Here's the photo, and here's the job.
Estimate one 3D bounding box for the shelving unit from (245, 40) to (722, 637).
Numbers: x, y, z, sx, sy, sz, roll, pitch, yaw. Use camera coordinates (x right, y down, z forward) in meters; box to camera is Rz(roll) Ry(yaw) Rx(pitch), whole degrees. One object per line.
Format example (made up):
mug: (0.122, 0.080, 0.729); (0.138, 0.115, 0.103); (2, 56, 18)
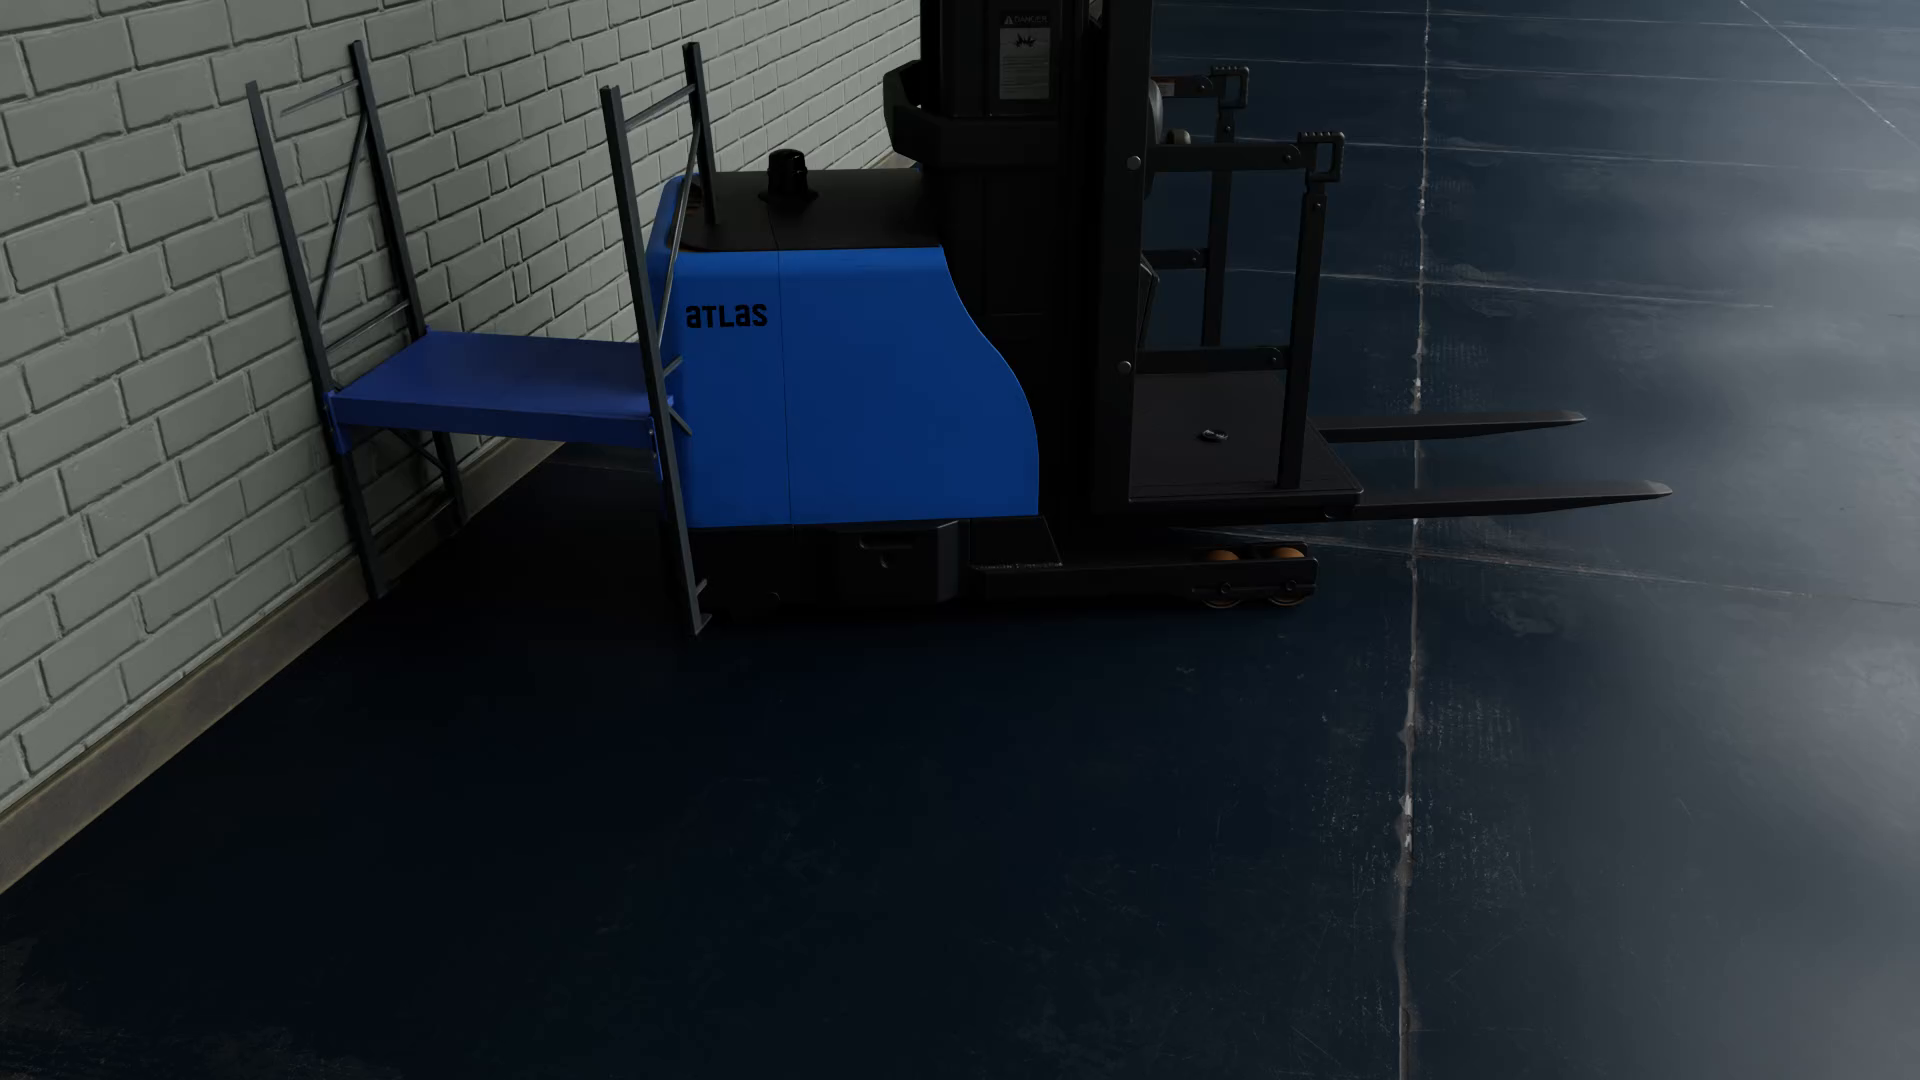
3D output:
shelving unit: (-1.201, -0.555, 4.584); (1.048, 1.500, 0.538); (5, 30, 16)

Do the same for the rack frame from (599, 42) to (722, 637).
rack frame: (-0.715, -0.510, 4.443); (0.032, 1.500, 0.500); (5, 30, 16)

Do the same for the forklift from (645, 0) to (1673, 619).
forklift: (0.623, -1.348, 4.673); (3.031, 2.935, 1.130); (-2, 26, -5)

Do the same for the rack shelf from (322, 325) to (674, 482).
rack shelf: (-1.191, -0.397, 4.670); (1.000, 0.185, 0.538); (5, 30, 16)

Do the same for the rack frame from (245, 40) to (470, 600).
rack frame: (-1.688, -0.600, 4.725); (0.032, 1.500, 0.500); (5, 30, 16)
